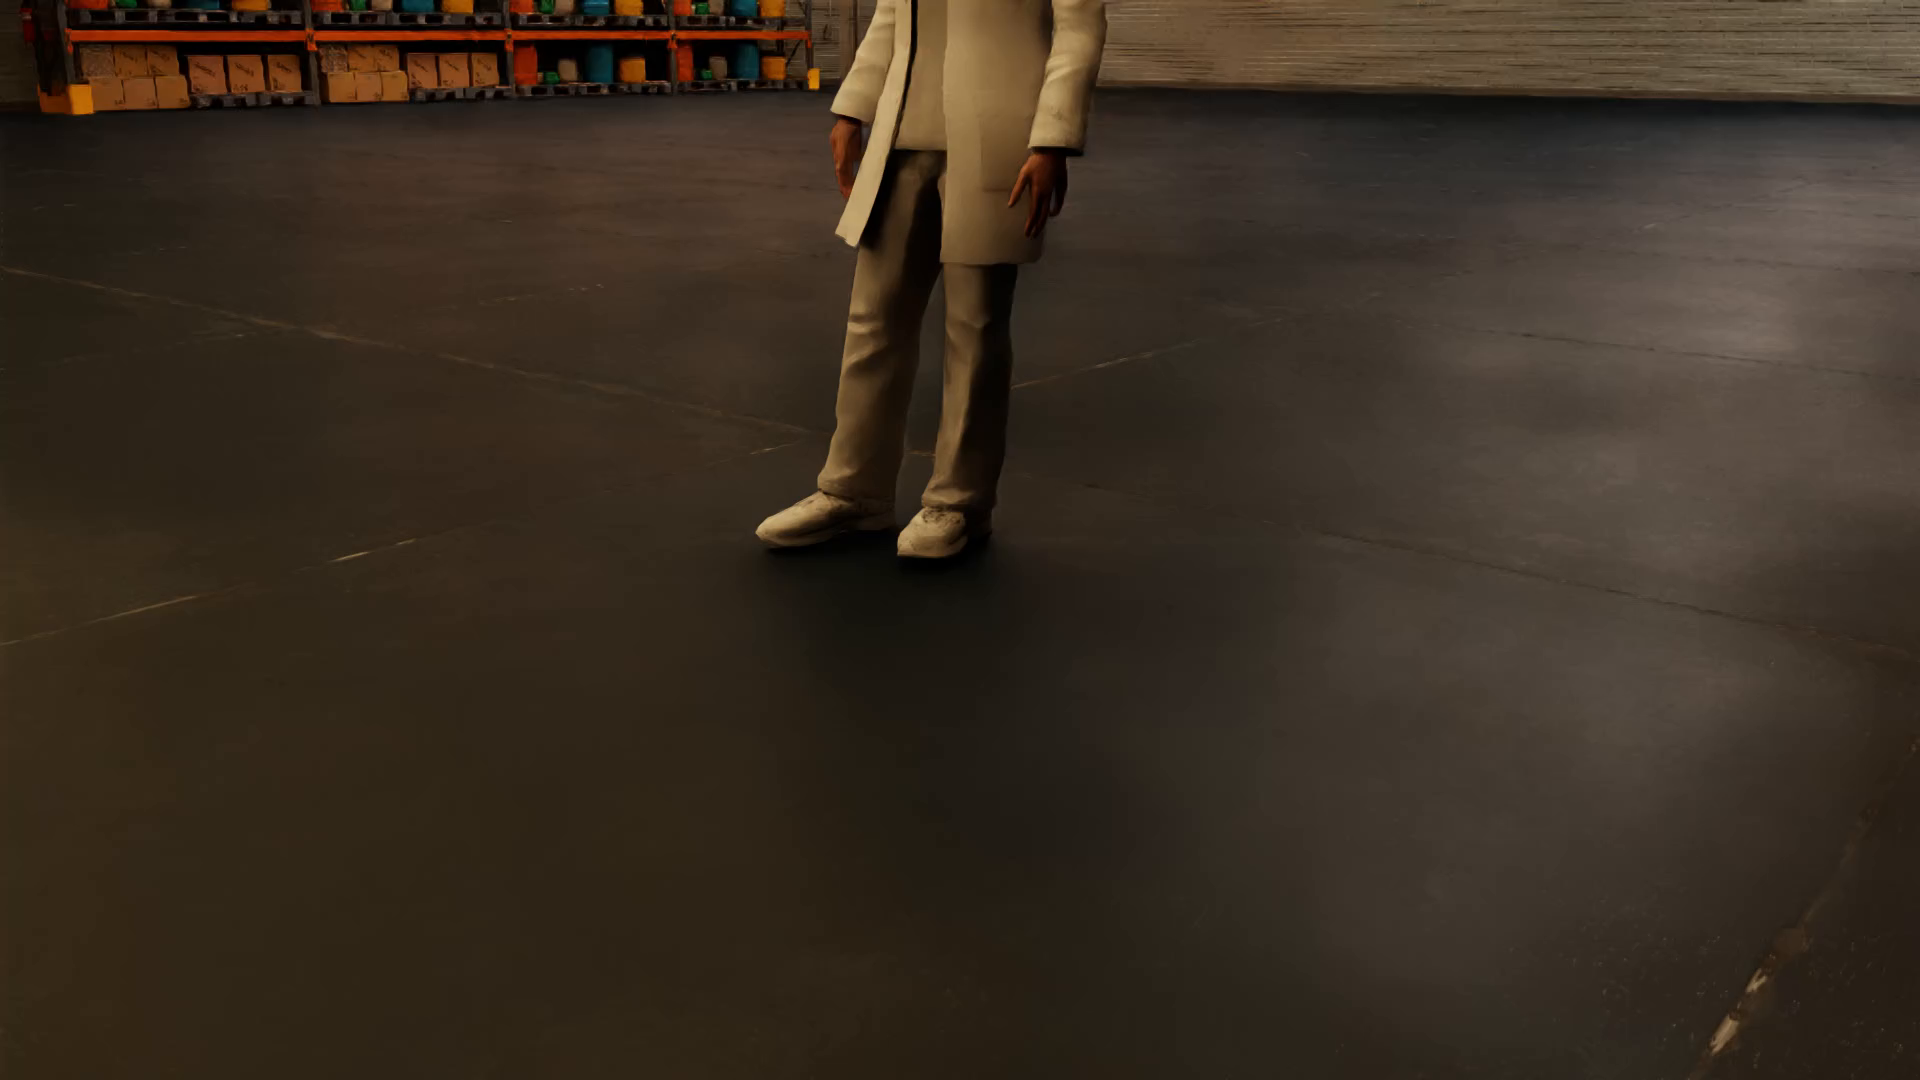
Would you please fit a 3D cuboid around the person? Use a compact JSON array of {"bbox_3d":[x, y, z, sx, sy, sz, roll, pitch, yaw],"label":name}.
[{"bbox_3d":[-0.062,-0.838,3.617,0.694,1.776,0.579,13,21,37],"label":"person"}]
